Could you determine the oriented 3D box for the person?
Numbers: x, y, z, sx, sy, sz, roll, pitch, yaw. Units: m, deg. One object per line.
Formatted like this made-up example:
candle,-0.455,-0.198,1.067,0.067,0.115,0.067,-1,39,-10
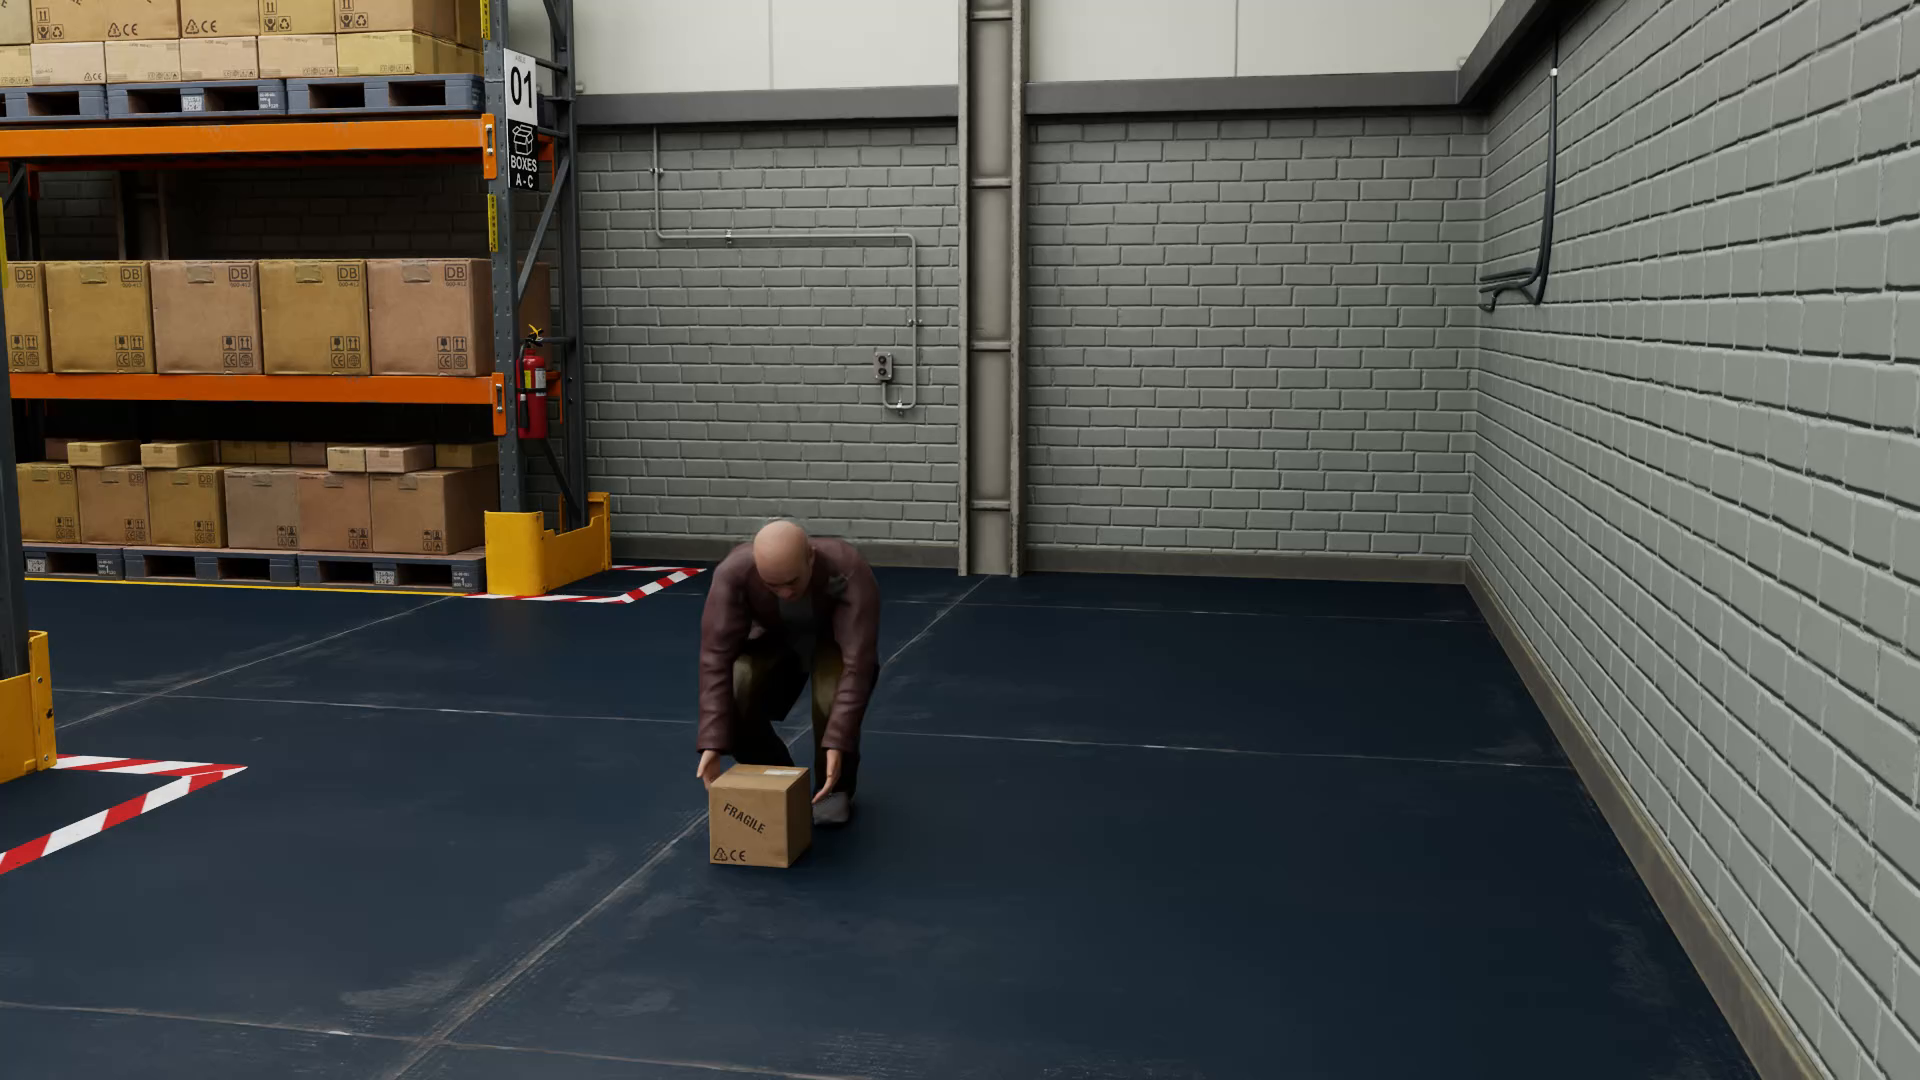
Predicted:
person,-0.535,0.417,5.509,0.612,1.048,0.878,2,8,11
